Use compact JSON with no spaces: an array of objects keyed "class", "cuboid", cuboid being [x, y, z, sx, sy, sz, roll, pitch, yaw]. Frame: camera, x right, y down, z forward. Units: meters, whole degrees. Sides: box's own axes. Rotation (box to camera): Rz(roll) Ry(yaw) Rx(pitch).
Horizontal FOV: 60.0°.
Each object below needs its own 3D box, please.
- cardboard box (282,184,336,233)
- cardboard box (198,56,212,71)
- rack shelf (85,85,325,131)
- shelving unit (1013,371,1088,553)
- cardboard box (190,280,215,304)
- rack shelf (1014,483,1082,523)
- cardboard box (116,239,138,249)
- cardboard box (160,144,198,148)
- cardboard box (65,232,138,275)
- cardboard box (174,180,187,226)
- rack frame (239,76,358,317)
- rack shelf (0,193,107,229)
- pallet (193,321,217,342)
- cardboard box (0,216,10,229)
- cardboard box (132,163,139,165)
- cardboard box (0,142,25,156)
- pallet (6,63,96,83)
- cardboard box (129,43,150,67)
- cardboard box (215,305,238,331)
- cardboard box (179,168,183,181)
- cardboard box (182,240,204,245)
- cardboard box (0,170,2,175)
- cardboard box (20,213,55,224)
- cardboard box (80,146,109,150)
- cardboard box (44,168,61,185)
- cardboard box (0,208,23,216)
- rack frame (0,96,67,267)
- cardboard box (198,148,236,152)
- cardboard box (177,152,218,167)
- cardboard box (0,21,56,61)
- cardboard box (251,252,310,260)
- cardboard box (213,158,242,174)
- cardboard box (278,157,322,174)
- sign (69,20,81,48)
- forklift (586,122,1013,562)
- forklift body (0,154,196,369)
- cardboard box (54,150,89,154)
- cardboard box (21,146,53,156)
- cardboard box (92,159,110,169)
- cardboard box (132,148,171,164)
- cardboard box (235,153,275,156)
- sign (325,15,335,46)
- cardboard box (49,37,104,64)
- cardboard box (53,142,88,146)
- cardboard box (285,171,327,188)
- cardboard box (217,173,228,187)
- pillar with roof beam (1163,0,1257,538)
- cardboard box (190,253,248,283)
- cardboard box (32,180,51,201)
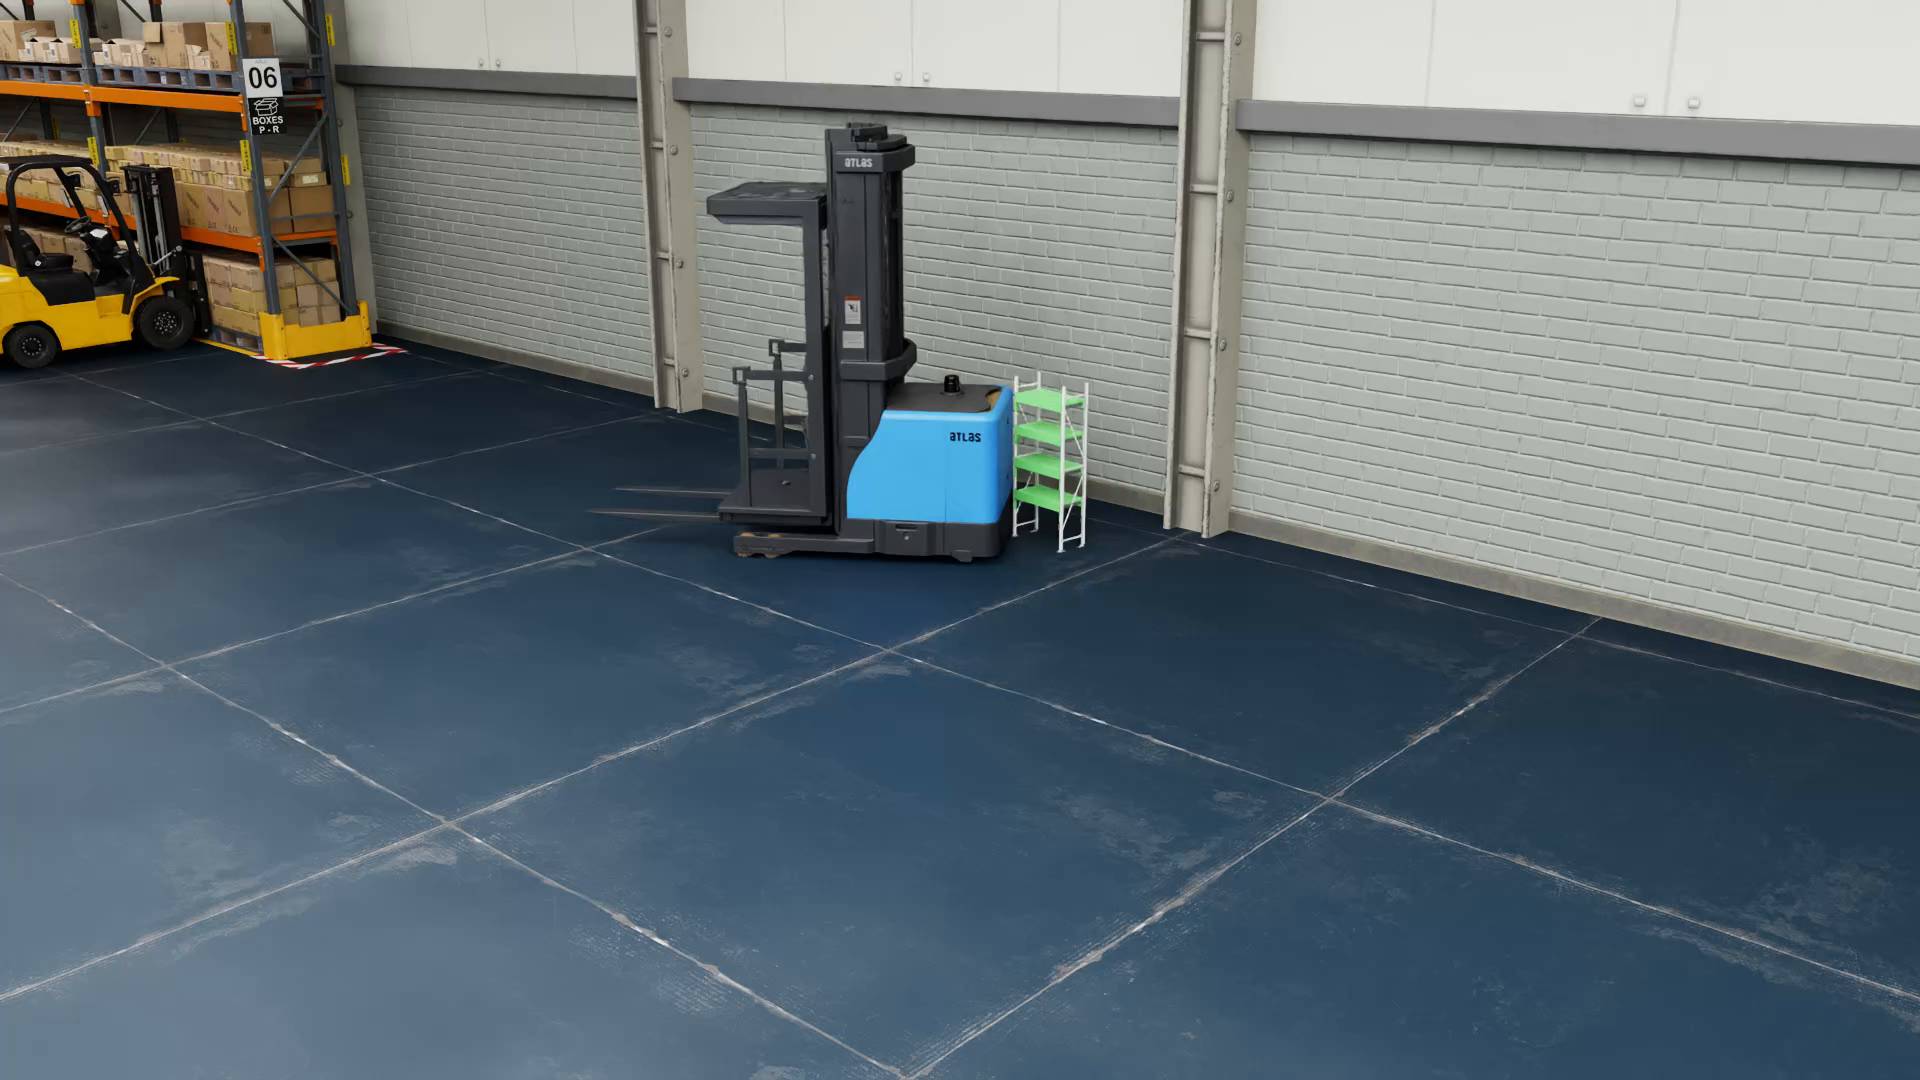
[{"class":"cardboard box","cuboid":[-7.477,-3.791,18.935,0.500,0.500,0.500,16,24,41]},{"class":"cardboard box","cuboid":[-8.112,-5.237,18.252,0.250,0.149,0.380,14,22,38]},{"class":"rack shelf","cuboid":[-8.787,-5.070,19.359,4.000,0.370,1.077,15,23,39]},{"class":"shelving unit","cuboid":[0.642,-0.561,11.895,0.258,1.200,0.503,-15,23,-38]},{"class":"cardboard box","cuboid":[-8.630,-2.938,19.437,0.500,0.250,0.500,14,23,38]},{"class":"rack shelf","cuboid":[0.642,-0.271,11.987,0.258,0.148,0.480,-15,23,-38]},{"class":"cardboard box","cuboid":[-10.129,-3.583,20.640,0.500,0.250,0.500,15,23,38]},{"class":"cardboard box","cuboid":[-9.683,-4.828,20.636,0.250,0.149,0.380,14,23,38]},{"class":"cardboard box","cuboid":[-11.256,-3.713,22.083,0.625,0.625,0.875,15,23,39]},{"class":"cardboard box","cuboid":[-8.982,-3.976,19.516,0.500,0.500,0.500,15,23,40]},{"class":"rack frame","cuboid":[-7.291,-3.582,18.438,0.127,3.000,1.000,15,23,39]},{"class":"rack shelf","cuboid":[-11.778,-4.443,22.343,4.000,0.370,1.077,15,23,39]},{"class":"pallet","cuboid":[-8.799,-2.642,20.086,1.213,0.211,1.003,15,23,39]},{"class":"cardboard box","cuboid":[-13.812,-4.548,23.848,0.250,0.149,0.380,14,22,37]},{"class":"cardboard box","cuboid":[-9.675,-4.454,19.950,0.250,0.149,0.380,16,23,40]},{"class":"cardboard box","cuboid":[-13.031,-5.361,22.807,0.250,0.149,0.380,16,23,40]},{"class":"pallet","cuboid":[-11.869,-6.188,22.003,1.213,0.211,1.003,16,24,42]},{"class":"cardboard box","cuboid":[-9.374,-5.631,19.301,0.258,0.266,0.396,14,23,38]},{"class":"cardboard box","cuboid":[-8.218,-2.596,19.184,0.500,0.250,0.500,15,23,39]},{"class":"cardboard box","cuboid":[-8.839,-4.267,19.361,0.250,0.149,0.380,15,23,39]},{"class":"cardboard box","cuboid":[-9.397,-3.597,20.687,0.500,0.250,0.500,15,23,38]},{"class":"cardboard box","cuboid":[-13.121,-5.205,22.974,0.500,0.250,0.500,15,23,39]},{"class":"cardboard box","cuboid":[-13.458,-4.681,24.268,0.250,0.149,0.380,17,24,42]},{"class":"cardboard box","cuboid":[-11.512,-5.177,22.229,0.250,0.149,0.380,15,23,40]},{"class":"cardboard box","cuboid":[-11.588,-4.798,21.692,0.500,0.250,0.500,16,23,40]},{"class":"cardboard box","cuboid":[-14.247,-4.889,24.924,0.250,0.149,0.380,14,23,38]},{"class":"rack frame","cuboid":[-13.274,-5.188,23.500,0.127,3.000,1.000,15,23,39]},{"class":"cardboard box","cuboid":[-8.907,-4.623,19.991,0.250,0.149,0.380,15,23,39]},{"class":"cardboard box","cuboid":[-8.850,-4.411,19.323,0.250,0.149,0.380,15,23,40]},{"class":"cardboard box","cuboid":[-12.133,-6.508,21.676,0.500,0.500,0.500,16,23,41]},{"class":"cardboard box","cuboid":[-7.901,-3.187,19.392,0.500,0.250,0.500,15,23,39]},{"class":"cardboard box","cuboid":[-8.117,-4.193,18.637,0.250,0.149,0.380,16,23,40]},{"class":"cardboard box","cuboid":[-7.400,-4.196,18.645,0.250,0.149,0.380,14,23,38]},{"class":"sign","cuboid":[-10.635,-6.086,19.996,0.005,0.325,0.100,15,23,39]},{"class":"forklift","cuboid":[-1.161,-1.425,11.758,3.031,2.935,1.130,2,18,8]},{"class":"forklift body","cuboid":[-9.920,-3.145,18.466,1.214,2.155,2.313,15,23,39]},{"class":"cardboard box","cuboid":[-11.478,-4.958,21.539,0.250,0.149,0.380,14,23,38]},{"class":"cardboard box","cuboid":[-12.259,-5.157,22.166,0.250,0.149,0.380,16,23,40]},{"class":"cardboard box","cuboid":[-10.685,-4.760,20.913,0.250,0.149,0.380,16,24,41]},{"class":"cardboard box","cuboid":[-9.664,-4.596,19.905,0.250,0.149,0.380,16,23,40]},{"class":"cardboard box","cuboid":[-8.169,-4.406,19.307,0.250,0.149,0.380,16,24,41]},{"class":"sign","cuboid":[-6.918,-5.590,18.232,0.005,0.325,0.100,15,23,39]},{"class":"cardboard box","cuboid":[-10.986,-6.110,20.734,0.500,0.311,0.500,14,22,38]},{"class":"cardboard box","cuboid":[-12.244,-5.399,22.926,0.250,0.149,0.380,14,23,38]},{"class":"cardboard box","cuboid":[-7.372,-4.065,18.725,0.250,0.149,0.380,14,23,38]},{"class":"cardboard box","cuboid":[-8.100,-4.055,18.693,0.250,0.149,0.380,16,23,40]},{"class":"pillar with roof beam","cuboid":[-1.096,-3.401,7.953,0.400,9.000,9.100,15,23,39]},{"class":"cardboard box","cuboid":[-8.612,-3.170,19.339,0.500,0.250,0.500,15,23,40]},{"class":"cardboard box","cuboid":[-11.955,-4.663,22.095,0.500,0.250,0.500,16,24,41]}]
